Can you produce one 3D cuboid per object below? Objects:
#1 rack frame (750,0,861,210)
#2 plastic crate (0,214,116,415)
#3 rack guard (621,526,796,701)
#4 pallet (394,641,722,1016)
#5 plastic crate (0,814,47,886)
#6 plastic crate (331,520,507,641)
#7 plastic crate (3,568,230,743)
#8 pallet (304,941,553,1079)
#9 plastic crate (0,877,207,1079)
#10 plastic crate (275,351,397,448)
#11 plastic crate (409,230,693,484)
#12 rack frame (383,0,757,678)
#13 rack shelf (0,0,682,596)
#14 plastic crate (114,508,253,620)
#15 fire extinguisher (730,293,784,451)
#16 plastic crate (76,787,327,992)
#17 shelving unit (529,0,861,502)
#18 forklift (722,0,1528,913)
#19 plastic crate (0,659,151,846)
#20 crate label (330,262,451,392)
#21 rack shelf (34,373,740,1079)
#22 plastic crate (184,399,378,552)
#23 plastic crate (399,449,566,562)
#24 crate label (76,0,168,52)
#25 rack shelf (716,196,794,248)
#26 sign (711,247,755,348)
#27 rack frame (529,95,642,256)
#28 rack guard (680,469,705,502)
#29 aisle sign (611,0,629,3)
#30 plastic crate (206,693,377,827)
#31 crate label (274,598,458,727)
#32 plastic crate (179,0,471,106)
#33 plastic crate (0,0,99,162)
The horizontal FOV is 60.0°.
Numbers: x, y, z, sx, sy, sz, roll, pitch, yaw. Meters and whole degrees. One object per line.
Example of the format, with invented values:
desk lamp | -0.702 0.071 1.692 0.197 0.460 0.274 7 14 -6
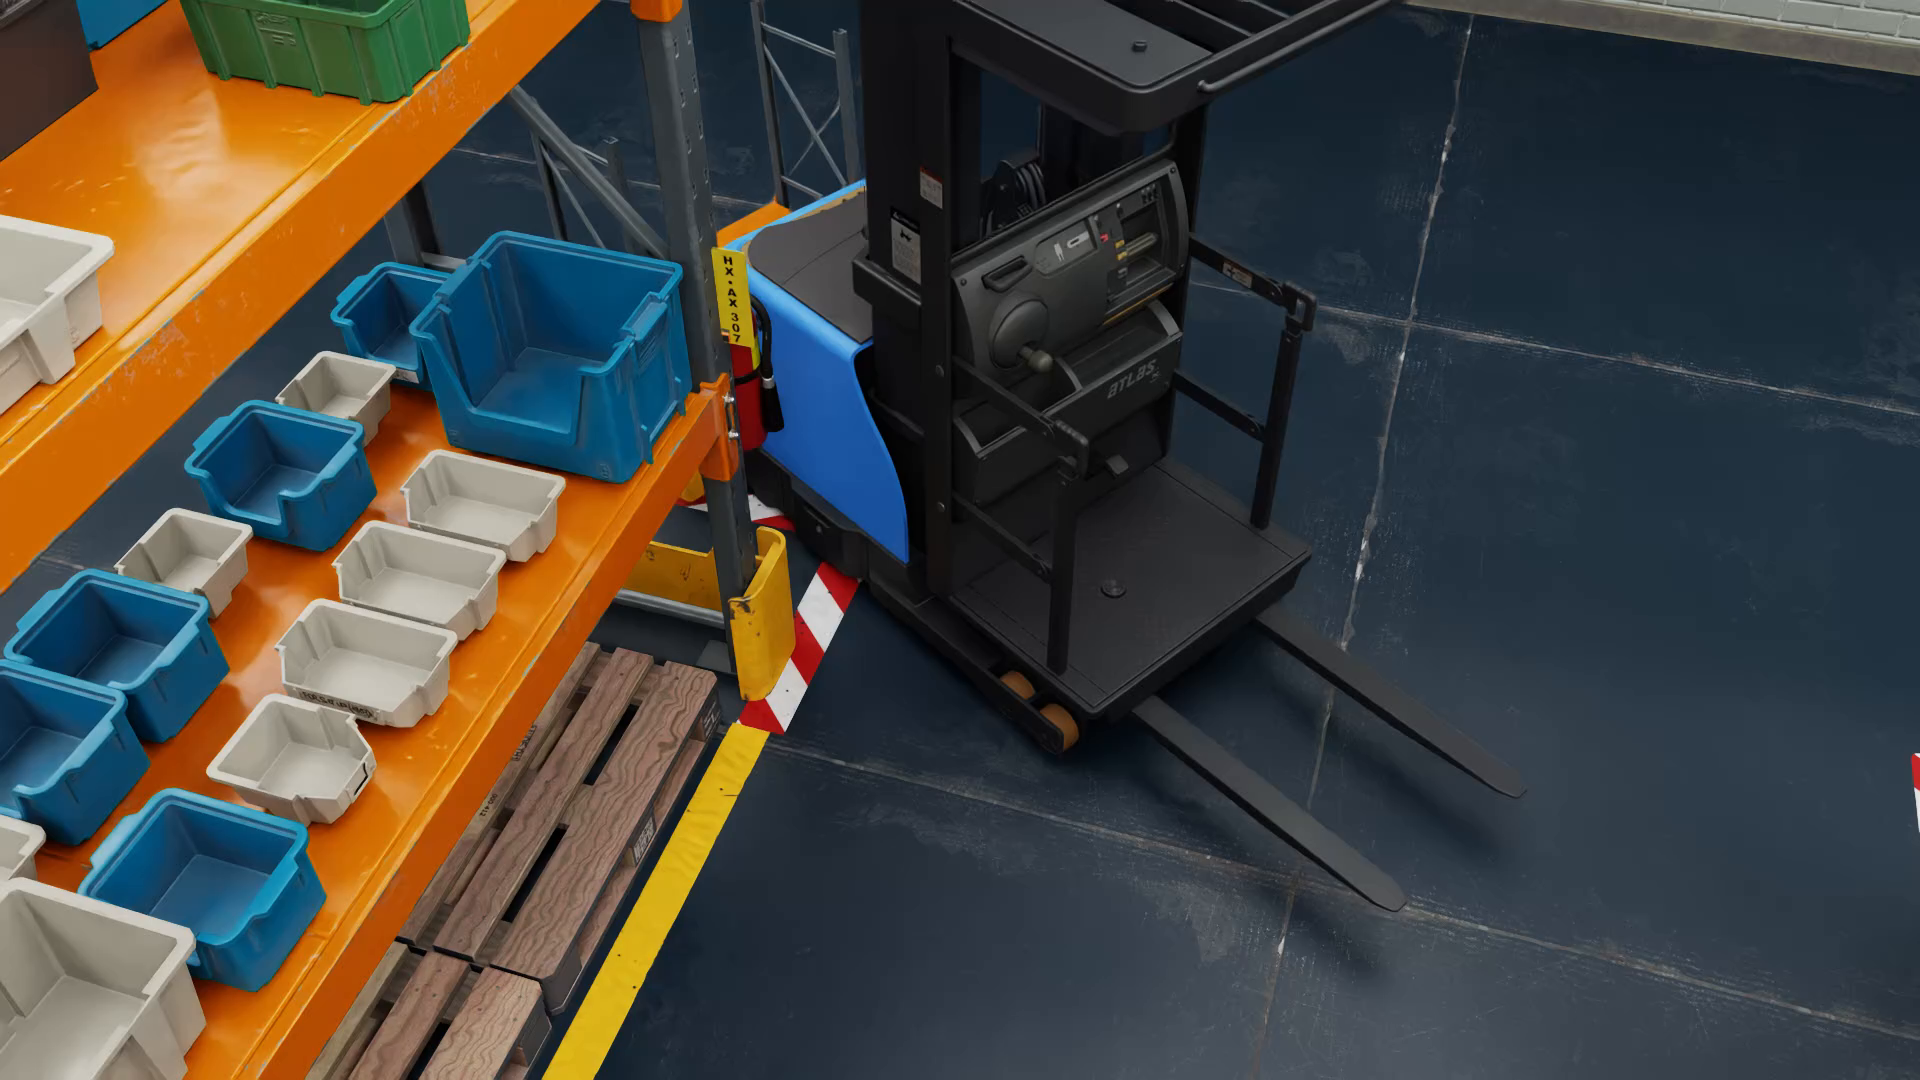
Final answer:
rack frame | -0.556 -1.349 6.531 0.500 1.500 0.032 31 52 33
plastic crate | -1.556 -0.276 2.431 0.437 0.136 0.530 13 46 13
rack guard | -1.172 0.147 5.743 1.175 0.500 0.348 13 46 13
pallet | -1.454 0.810 5.271 1.003 0.211 1.213 13 46 13
plastic crate | -2.138 0.787 3.447 0.293 0.136 0.466 13 46 13
plastic crate | -1.343 0.117 4.132 0.396 0.136 0.243 13 46 13
plastic crate | -1.954 0.283 3.893 0.416 0.233 0.300 13 46 13
pallet | -1.825 1.621 4.443 1.003 0.211 1.213 13 46 13
plastic crate | -1.741 0.980 3.145 0.437 0.282 0.530 13 46 13
plastic crate | -1.732 -0.364 4.623 0.250 0.136 0.298 13 46 13
plastic crate | -1.091 -0.499 4.547 0.616 0.435 0.499 13 46 13
rack frame | -1.167 -0.728 4.849 1.000 3.000 0.127 13 46 13
rack shelf | -1.773 -0.210 2.689 1.077 0.370 4.000 13 46 13
plastic crate | -1.937 0.088 4.161 0.250 0.136 0.298 13 46 13
fire extinguisher | -0.688 -0.571 5.011 0.296 0.674 0.183 13 46 13
plastic crate | -1.545 0.734 3.432 0.416 0.233 0.300 13 46 13
shelving unit | -0.901 -1.097 6.273 0.587 1.500 1.083 31 52 33
forklift | 0.496 -0.748 4.919 1.130 2.935 3.031 -32 53 -29
plastic crate | -2.045 0.483 3.689 0.416 0.233 0.300 13 46 13
crate label | -1.556 -0.595 4.790 0.416 0.233 0.303 13 46 13
rack shelf | -1.773 0.862 3.739 1.077 0.370 4.000 13 46 13
plastic crate | -1.755 -0.156 4.342 0.416 0.233 0.300 13 46 13
plastic crate | -1.242 -0.073 4.326 0.396 0.136 0.243 13 46 13
crate label | -1.755 -1.200 3.294 0.408 0.251 0.502 13 46 13
rack shelf | -0.899 -0.958 6.388 0.538 0.185 1.000 31 52 33
sign | -0.638 -0.681 4.684 0.100 0.325 0.005 13 46 13
rack frame | -1.260 -0.836 6.006 0.500 1.500 0.032 31 52 33
rack guard | -1.217 -0.380 6.431 0.587 0.250 0.087 31 52 33
aisle sign | -0.866 -1.643 3.926 0.394 0.787 0.004 13 46 13
plastic crate | -1.476 0.509 3.731 0.298 0.136 0.250 13 46 13
crate label | -1.404 0.308 3.937 0.396 0.136 0.243 13 46 13
plastic crate | -1.194 -1.006 3.141 0.450 0.188 0.336 13 46 13
plastic crate | -1.892 -0.818 2.841 0.504 0.338 0.767 13 46 13
